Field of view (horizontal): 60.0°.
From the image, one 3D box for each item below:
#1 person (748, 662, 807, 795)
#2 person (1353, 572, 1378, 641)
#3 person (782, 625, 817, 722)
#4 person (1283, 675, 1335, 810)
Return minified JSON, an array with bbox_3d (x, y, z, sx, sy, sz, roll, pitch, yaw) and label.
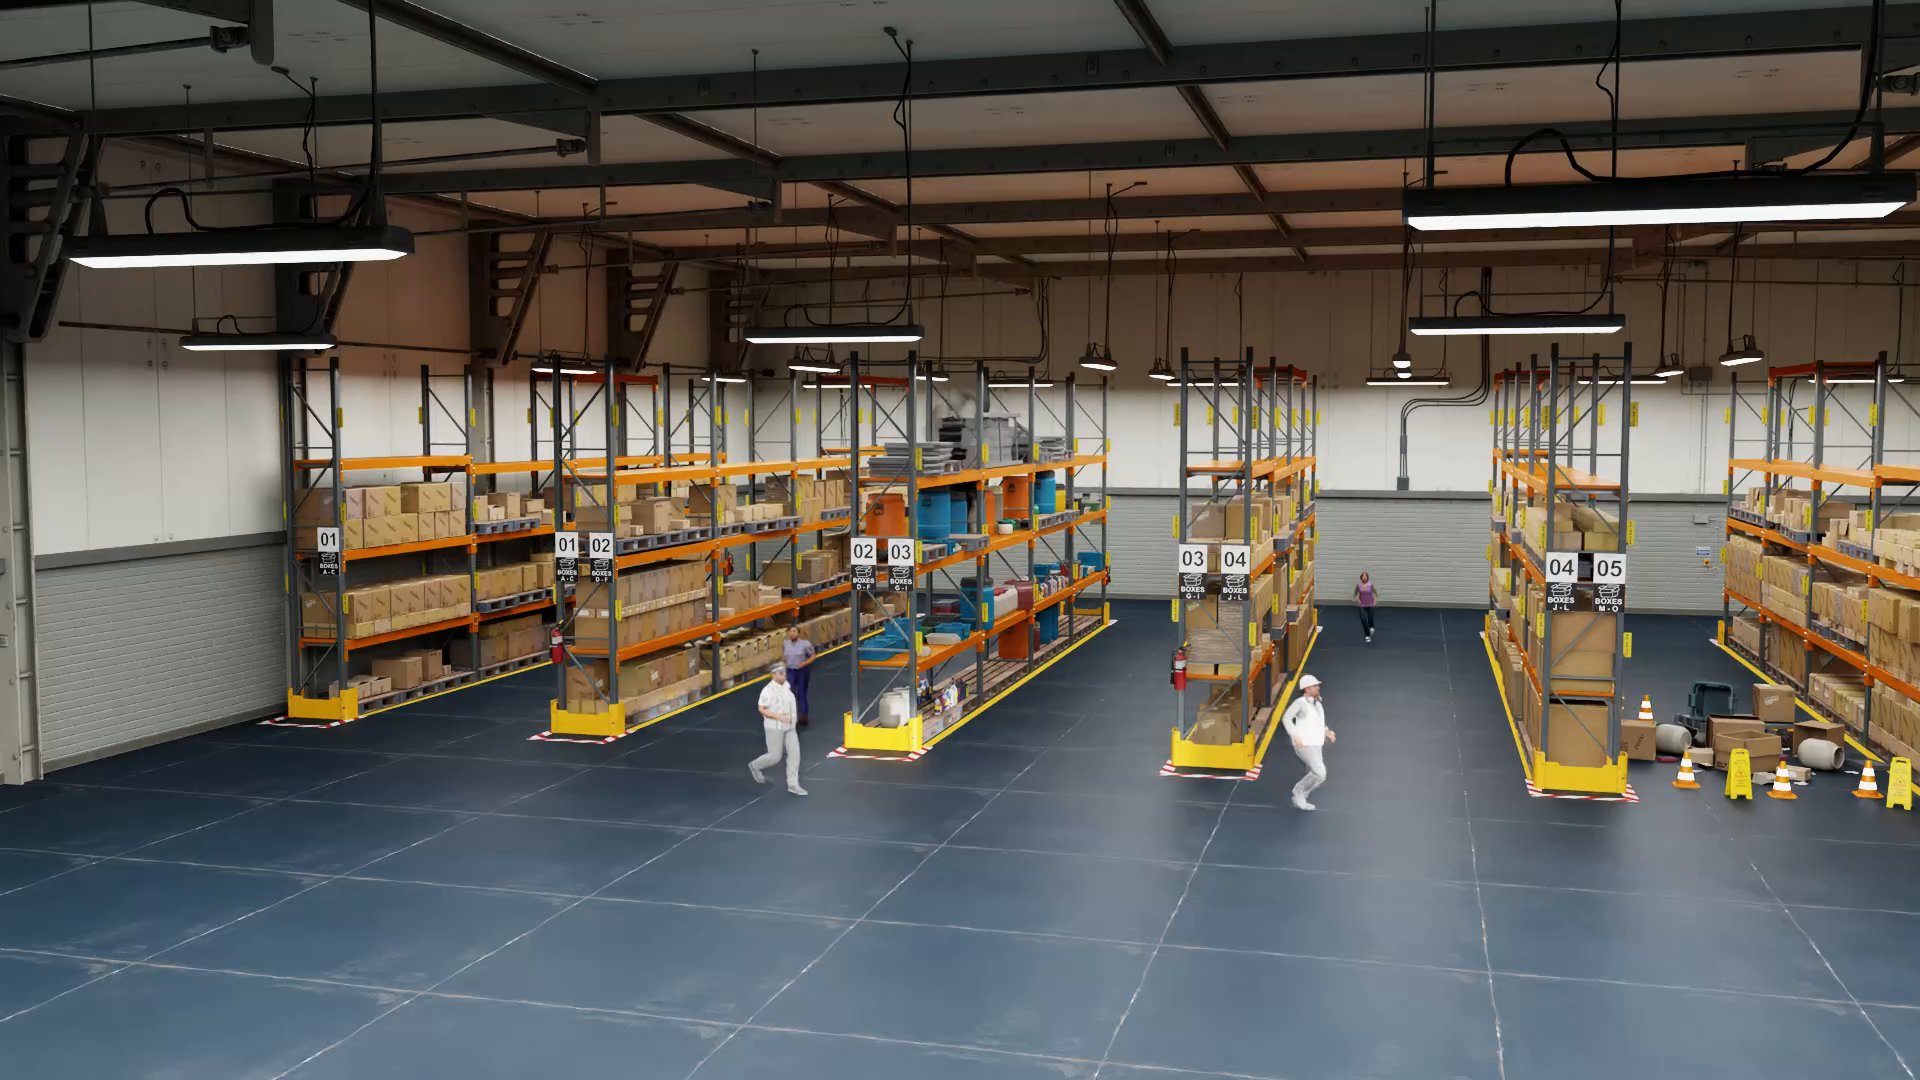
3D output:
[{"bbox_3d":[-2.423,2.492,22.205,0.919,1.770,0.673,3,5,37],"label":"person"},{"bbox_3d":[9.121,1.490,37.407,0.563,1.553,0.532,1,4,16],"label":"person"},{"bbox_3d":[-2.610,2.224,26.979,0.612,1.715,0.704,1,4,9],"label":"person"},{"bbox_3d":[4.455,2.583,21.108,0.572,1.734,0.661,4,6,43],"label":"person"}]
